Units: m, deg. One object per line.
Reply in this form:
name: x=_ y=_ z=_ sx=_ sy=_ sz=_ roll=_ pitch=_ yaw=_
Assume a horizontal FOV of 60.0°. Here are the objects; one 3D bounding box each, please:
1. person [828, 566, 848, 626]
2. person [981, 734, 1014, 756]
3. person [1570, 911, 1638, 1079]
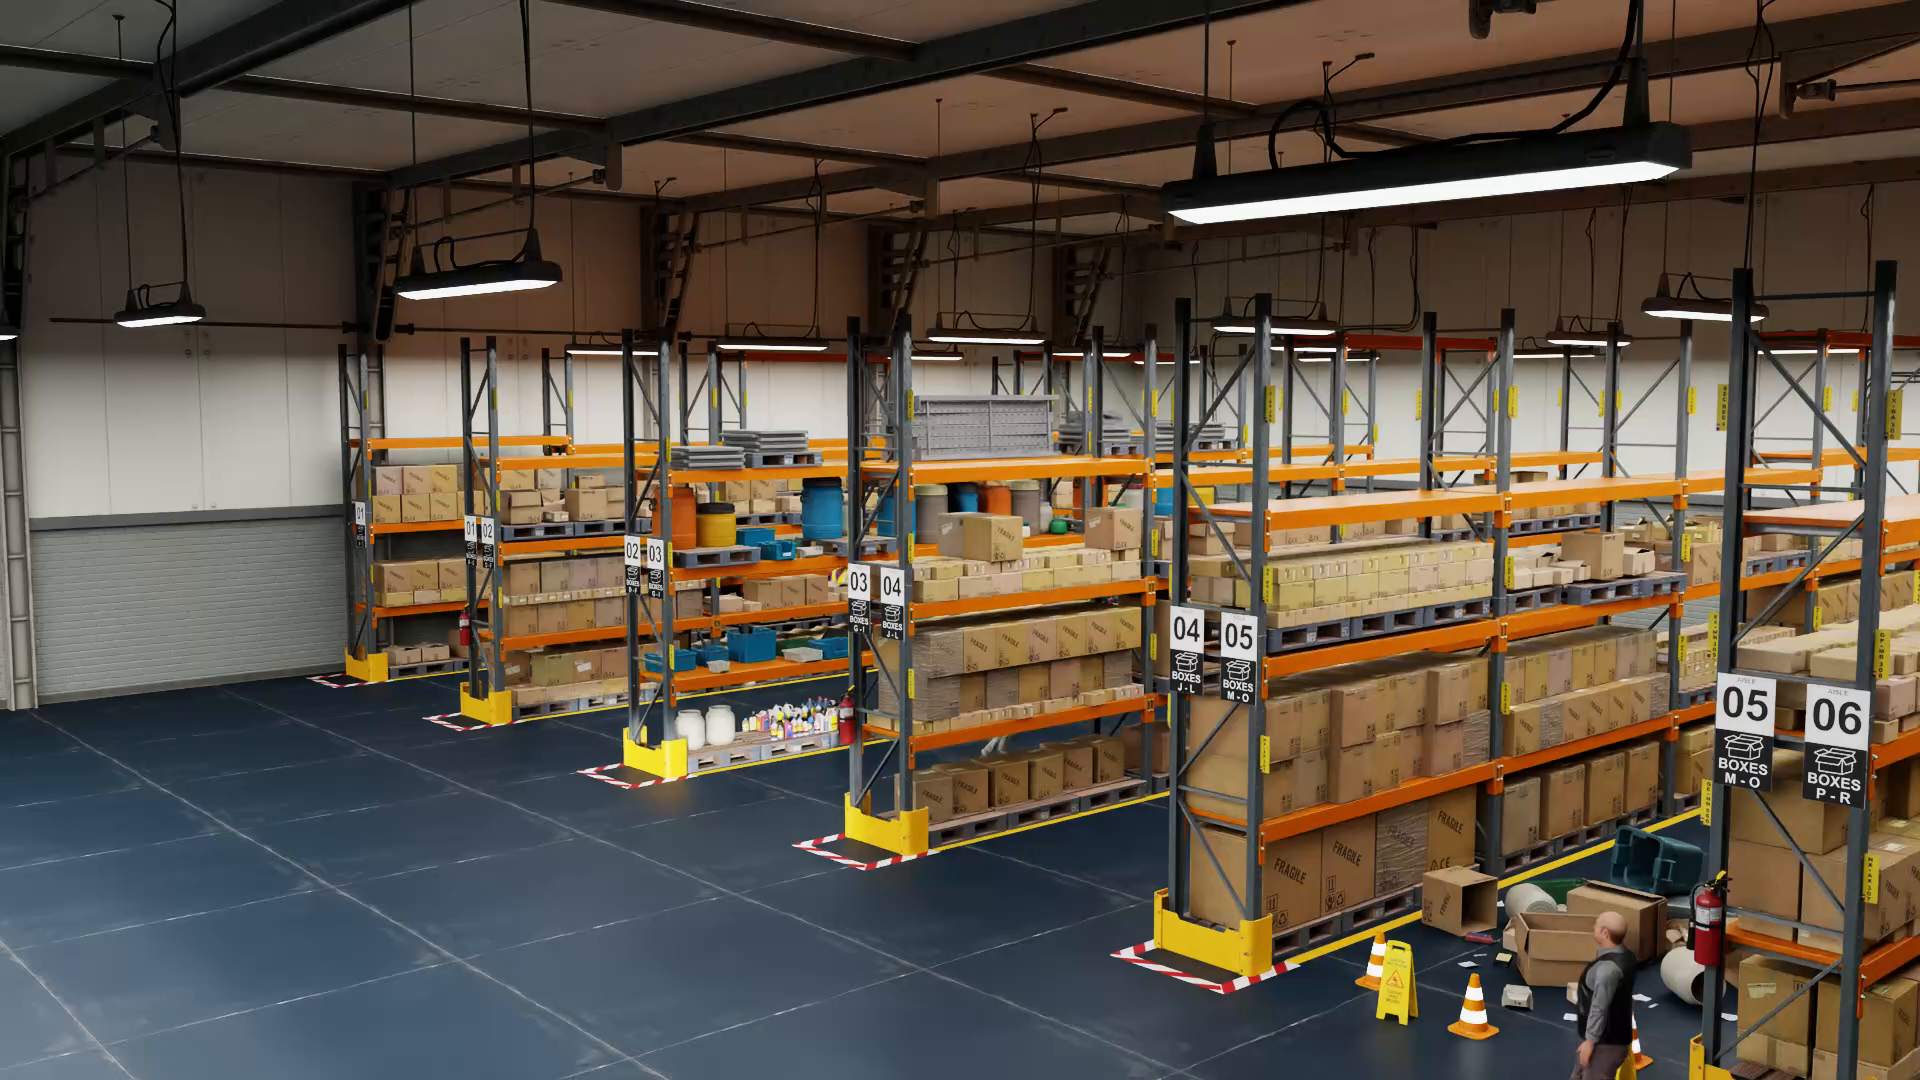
person: x=-2.542 y=1.191 z=34.780 sx=1.013 sy=1.730 sz=0.508 roll=-4 pitch=6 yaw=-36
person: x=0.548 y=2.291 z=22.564 sx=0.496 sy=1.685 sz=0.462 roll=-1 pitch=5 yaw=-8
person: x=4.322 y=3.315 z=11.044 sx=0.747 sy=1.709 sz=0.502 roll=2 pitch=5 yaw=18
